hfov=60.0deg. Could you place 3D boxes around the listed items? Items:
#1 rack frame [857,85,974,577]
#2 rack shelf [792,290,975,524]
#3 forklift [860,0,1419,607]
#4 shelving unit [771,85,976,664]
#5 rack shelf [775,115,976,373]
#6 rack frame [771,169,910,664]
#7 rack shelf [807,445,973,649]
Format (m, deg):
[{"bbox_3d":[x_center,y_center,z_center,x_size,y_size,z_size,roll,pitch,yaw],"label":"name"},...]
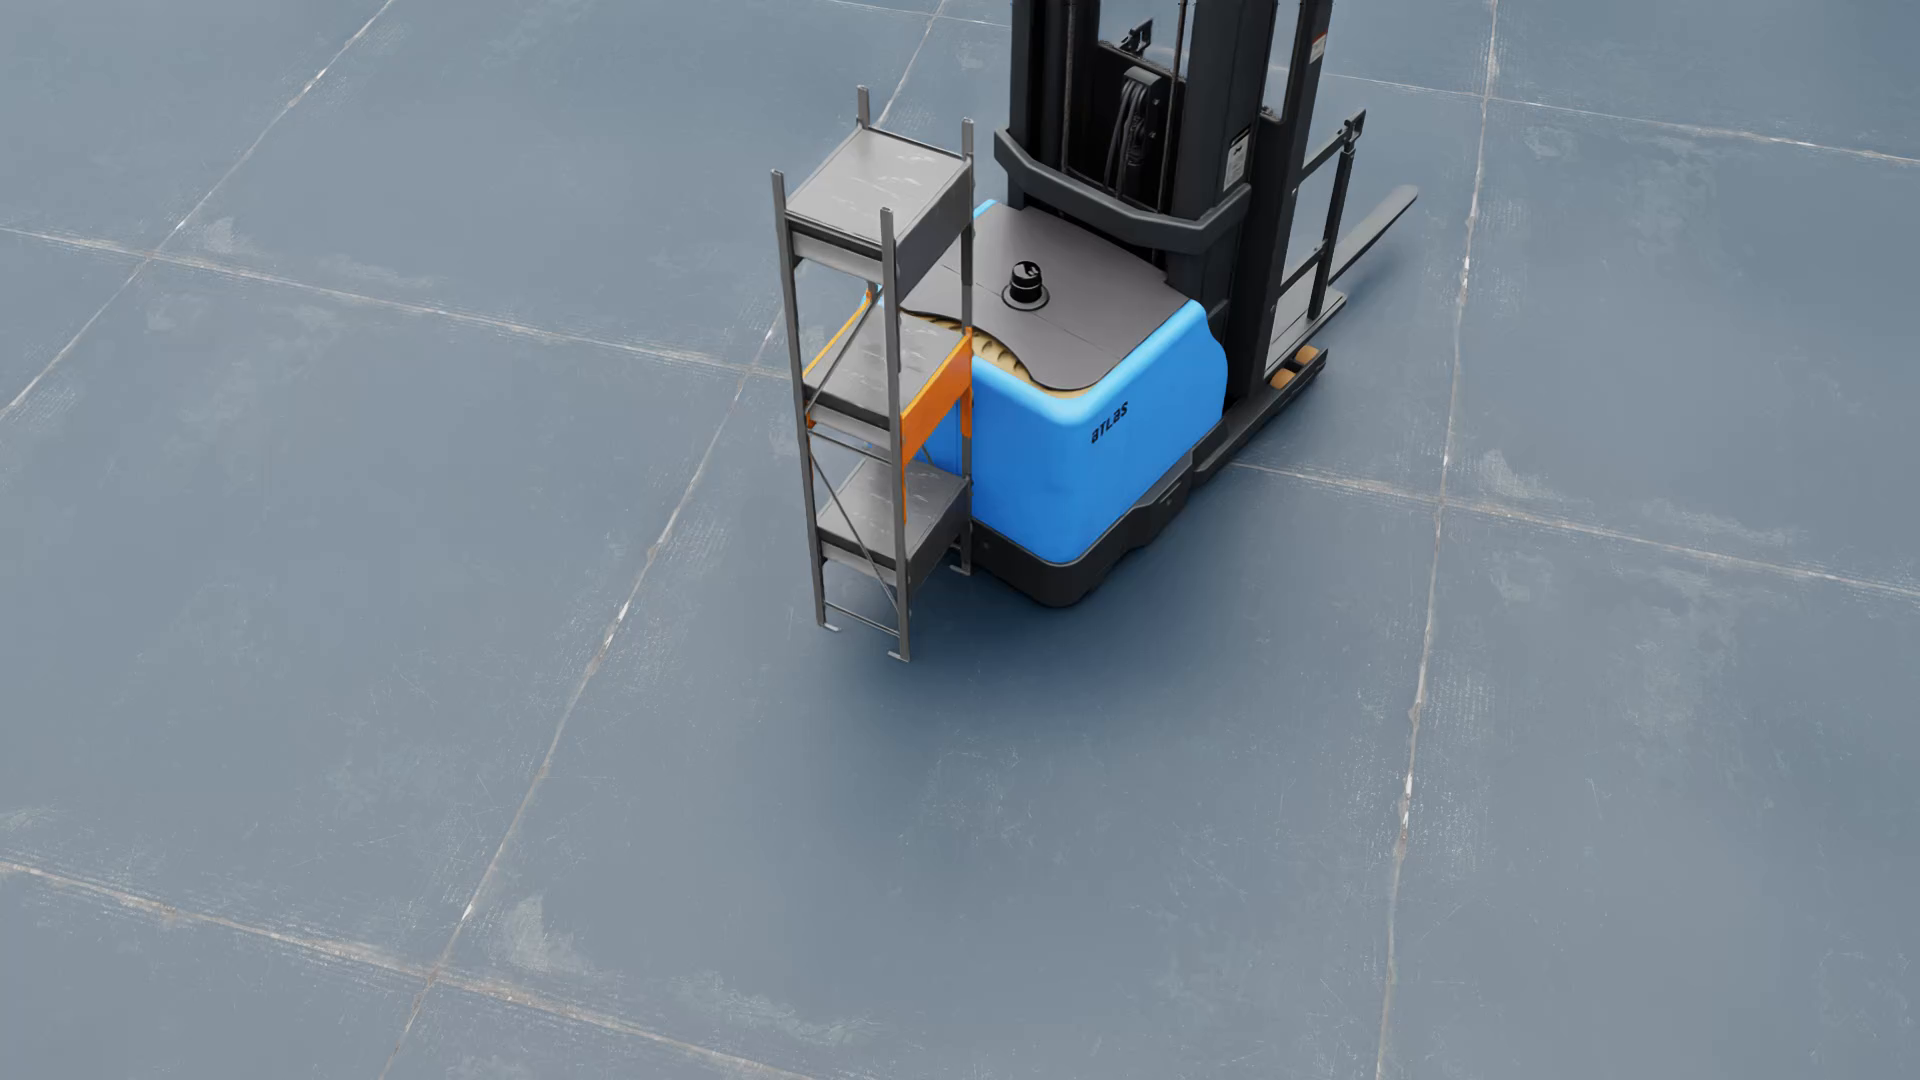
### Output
[{"bbox_3d":[-0.137,-0.626,5.821,0.400,2.100,0.015,22,52,18],"label":"rack frame"},{"bbox_3d":[-0.253,-0.456,5.689,0.431,0.518,0.480,22,52,18],"label":"rack shelf"},{"bbox_3d":[0.944,-1.759,6.267,1.130,2.935,3.031,32,56,25],"label":"forklift"},{"bbox_3d":[-0.253,-0.465,5.679,0.431,2.100,0.503,22,52,18],"label":"shelving unit"},{"bbox_3d":[-0.253,-0.919,5.164,0.431,0.518,0.480,22,52,18],"label":"rack shelf"},{"bbox_3d":[-0.369,-0.304,5.537,0.400,2.100,0.015,22,52,18],"label":"rack frame"},{"bbox_3d":[-0.253,0.007,6.214,0.431,0.518,0.480,22,52,18],"label":"rack shelf"}]
